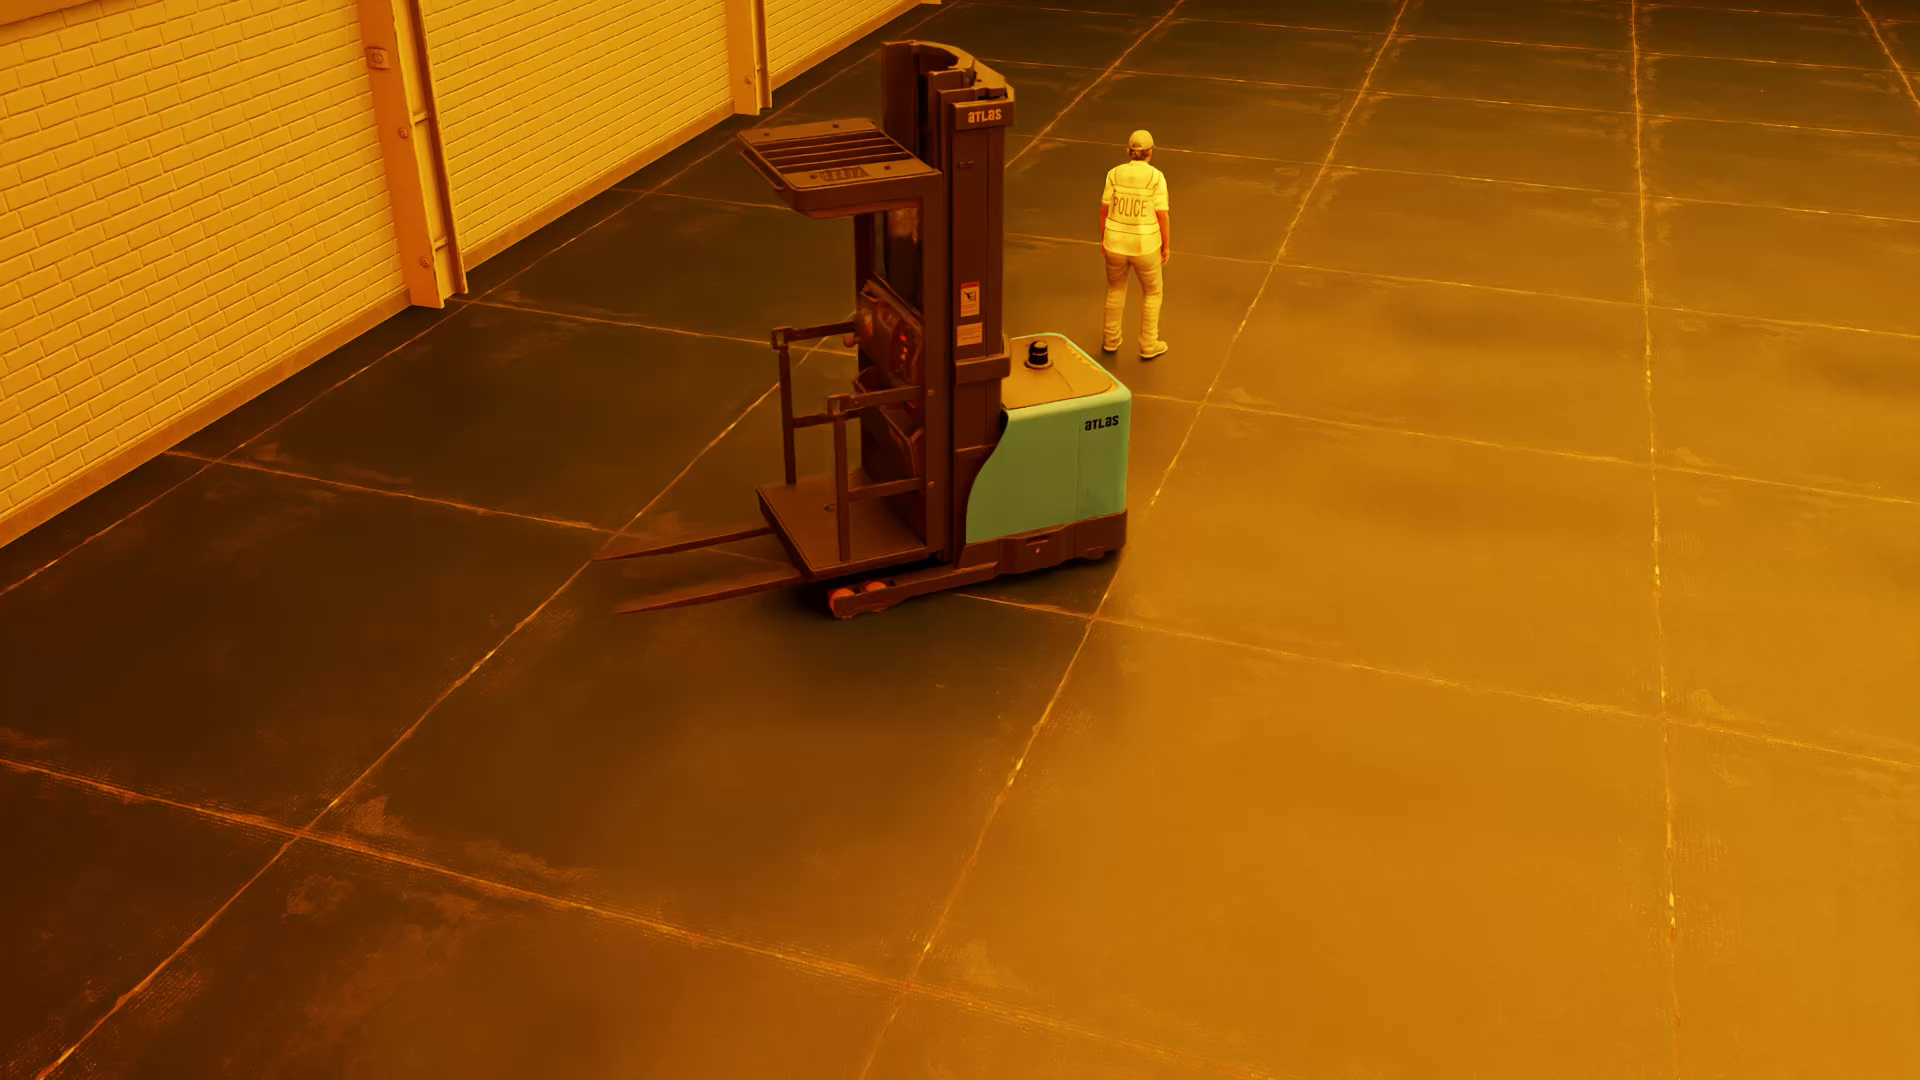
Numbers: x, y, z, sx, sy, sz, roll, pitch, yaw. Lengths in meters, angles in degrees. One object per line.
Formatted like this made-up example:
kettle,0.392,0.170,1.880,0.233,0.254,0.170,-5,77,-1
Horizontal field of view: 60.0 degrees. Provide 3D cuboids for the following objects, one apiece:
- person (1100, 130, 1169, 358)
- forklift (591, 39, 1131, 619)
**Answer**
person,1.294,-2.166,12.220,0.525,1.667,0.465,12,32,21
forklift,-0.579,-1.128,9.114,3.031,2.935,1.130,-12,32,-19
